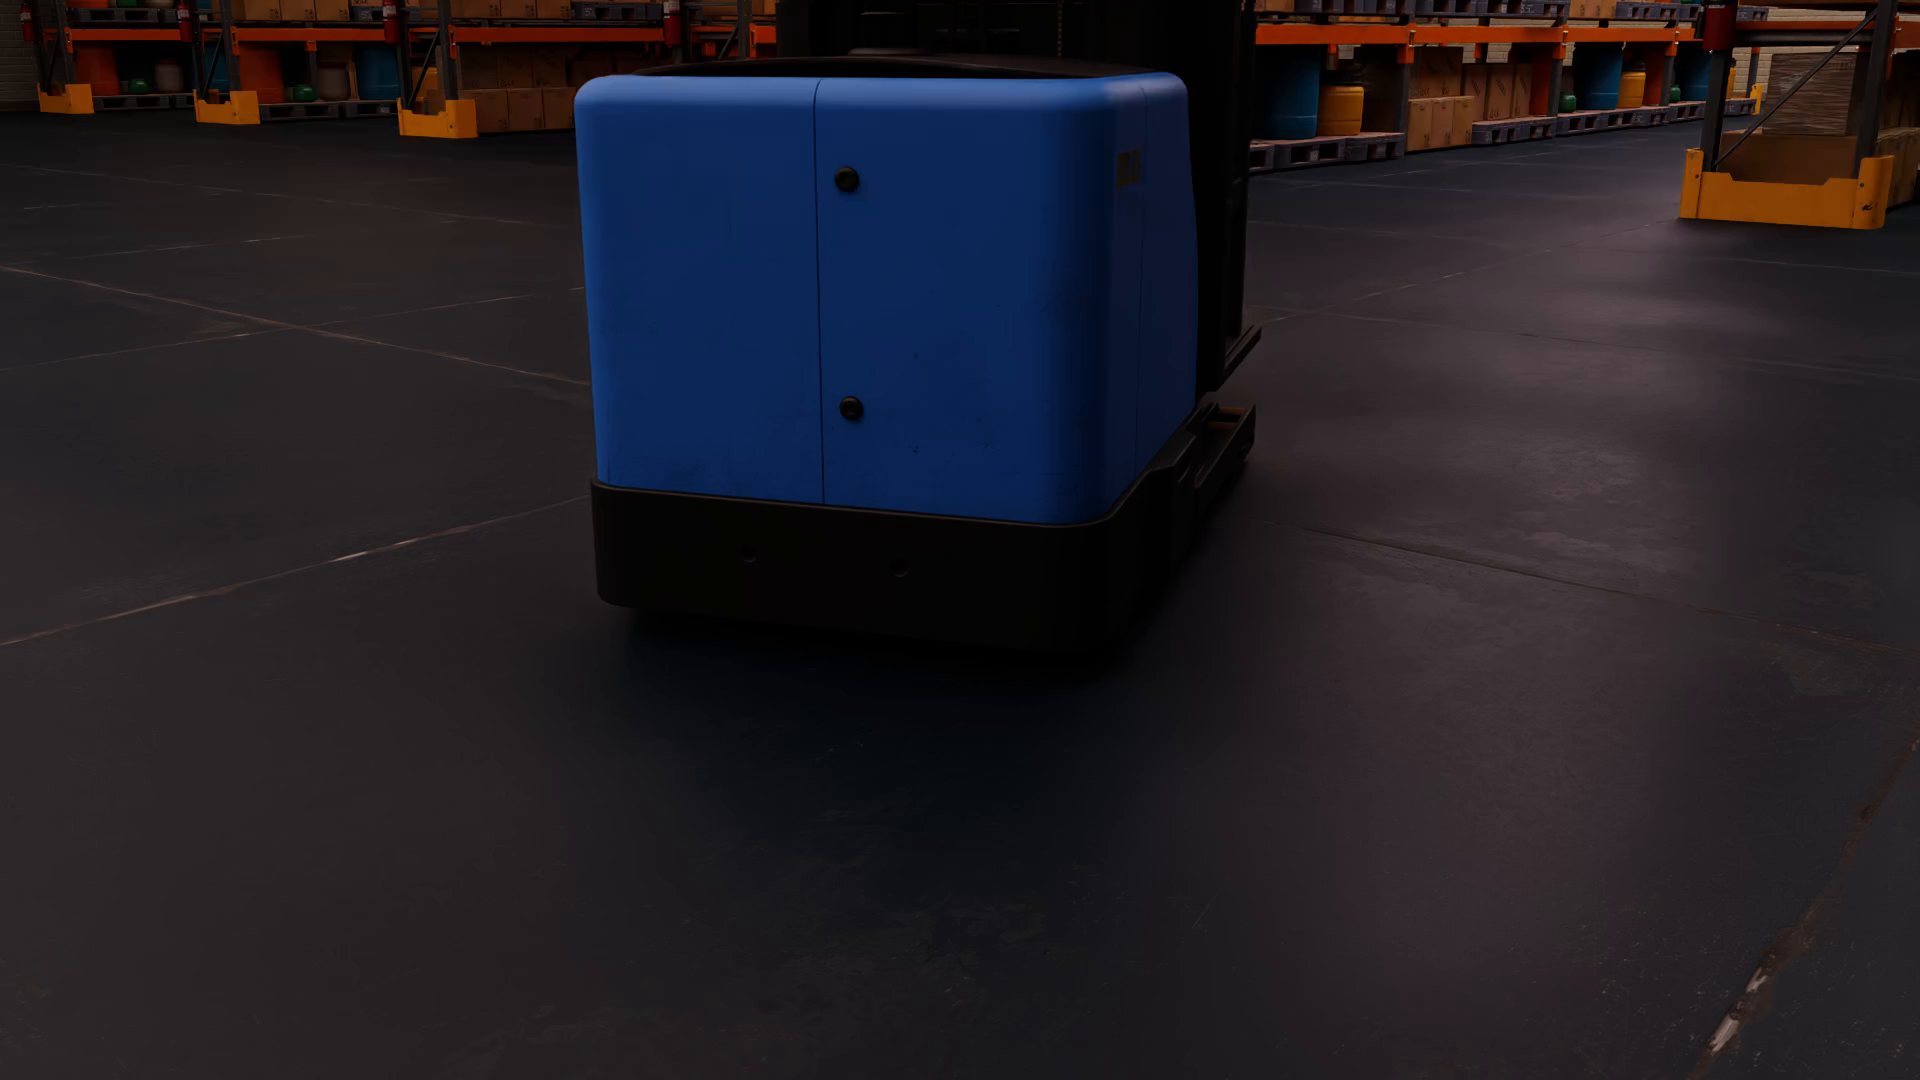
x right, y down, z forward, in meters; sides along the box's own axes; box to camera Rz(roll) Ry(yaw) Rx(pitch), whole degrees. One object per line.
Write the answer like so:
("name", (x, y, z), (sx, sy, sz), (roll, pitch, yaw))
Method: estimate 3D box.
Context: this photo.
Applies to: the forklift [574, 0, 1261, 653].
("forklift", (0.197, -1.585, 4.118), (1.130, 2.935, 3.031), (5, 18, 17))
